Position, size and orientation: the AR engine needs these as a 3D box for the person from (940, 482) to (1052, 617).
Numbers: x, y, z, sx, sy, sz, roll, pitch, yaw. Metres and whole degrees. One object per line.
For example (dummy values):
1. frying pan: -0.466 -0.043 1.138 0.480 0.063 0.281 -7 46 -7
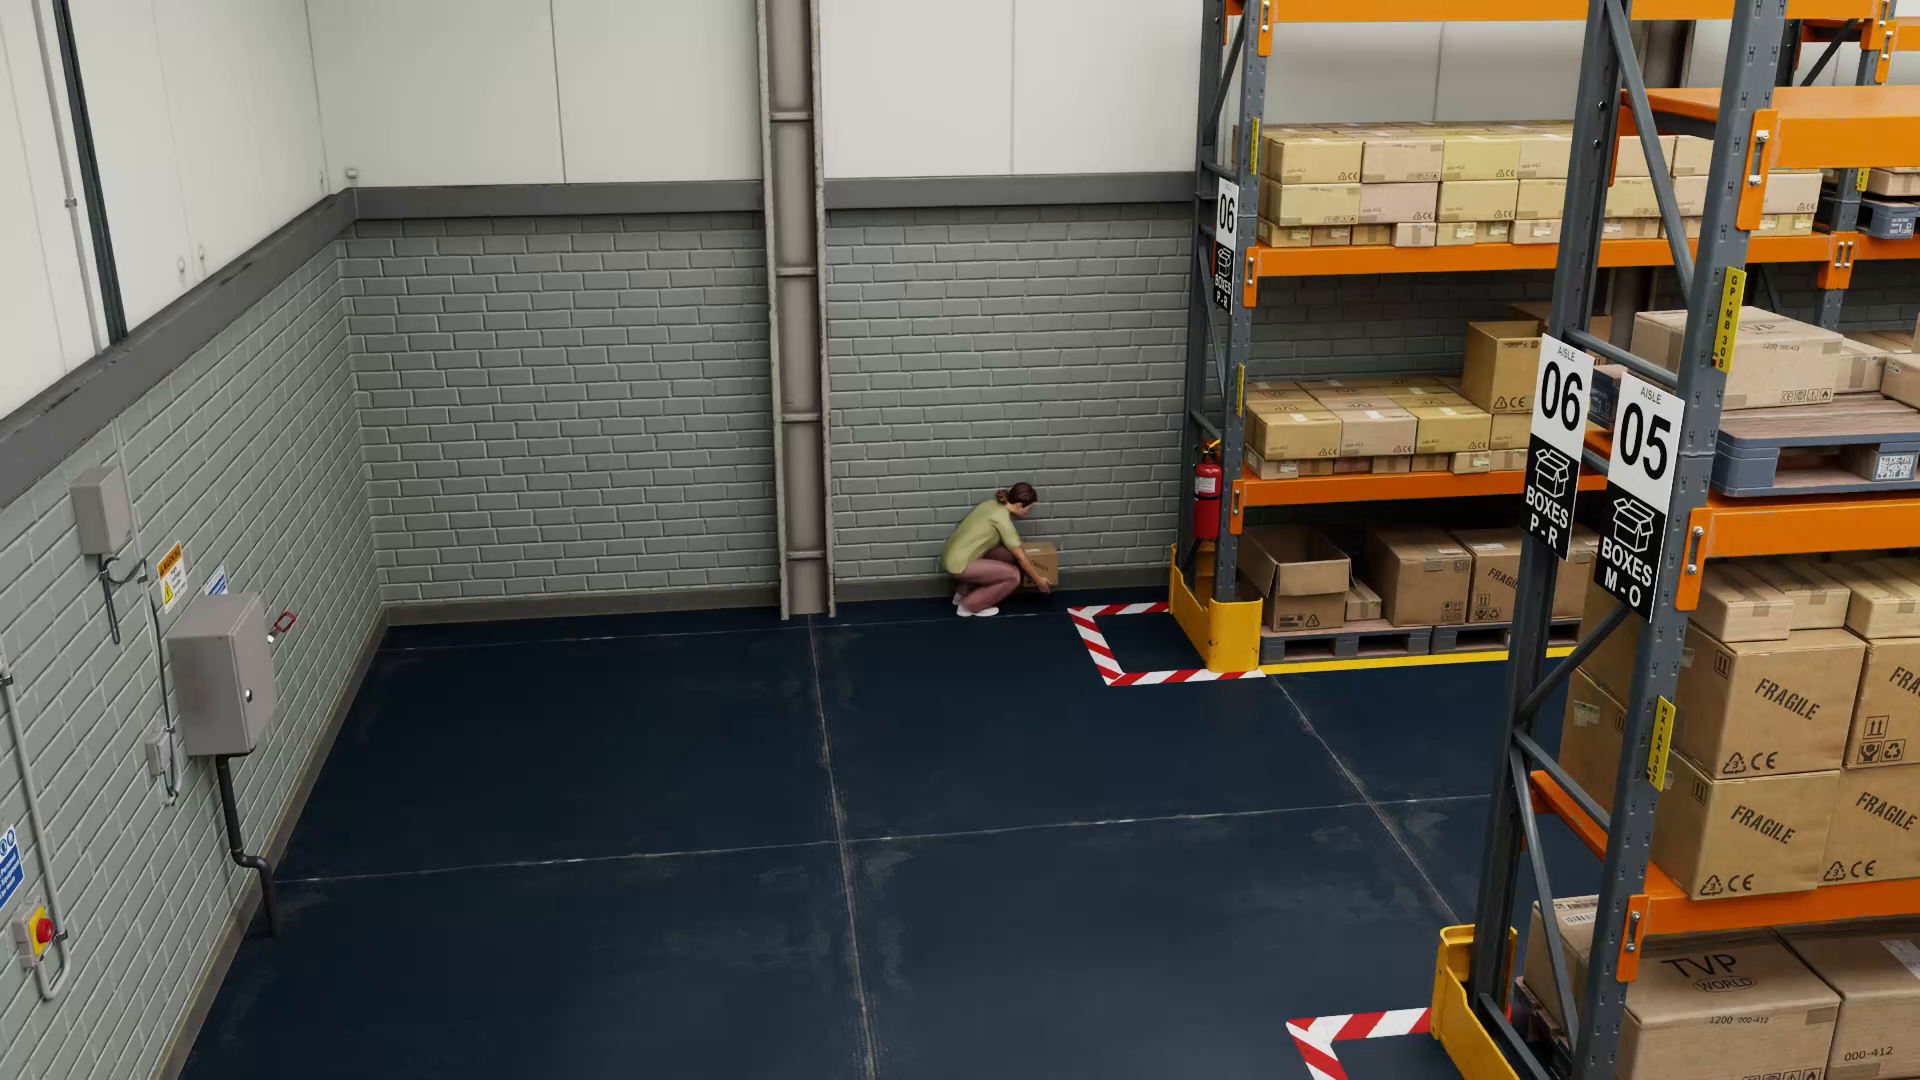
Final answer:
1. person: 0.254 0.057 12.009 0.802 0.937 0.474 -3 20 -8
